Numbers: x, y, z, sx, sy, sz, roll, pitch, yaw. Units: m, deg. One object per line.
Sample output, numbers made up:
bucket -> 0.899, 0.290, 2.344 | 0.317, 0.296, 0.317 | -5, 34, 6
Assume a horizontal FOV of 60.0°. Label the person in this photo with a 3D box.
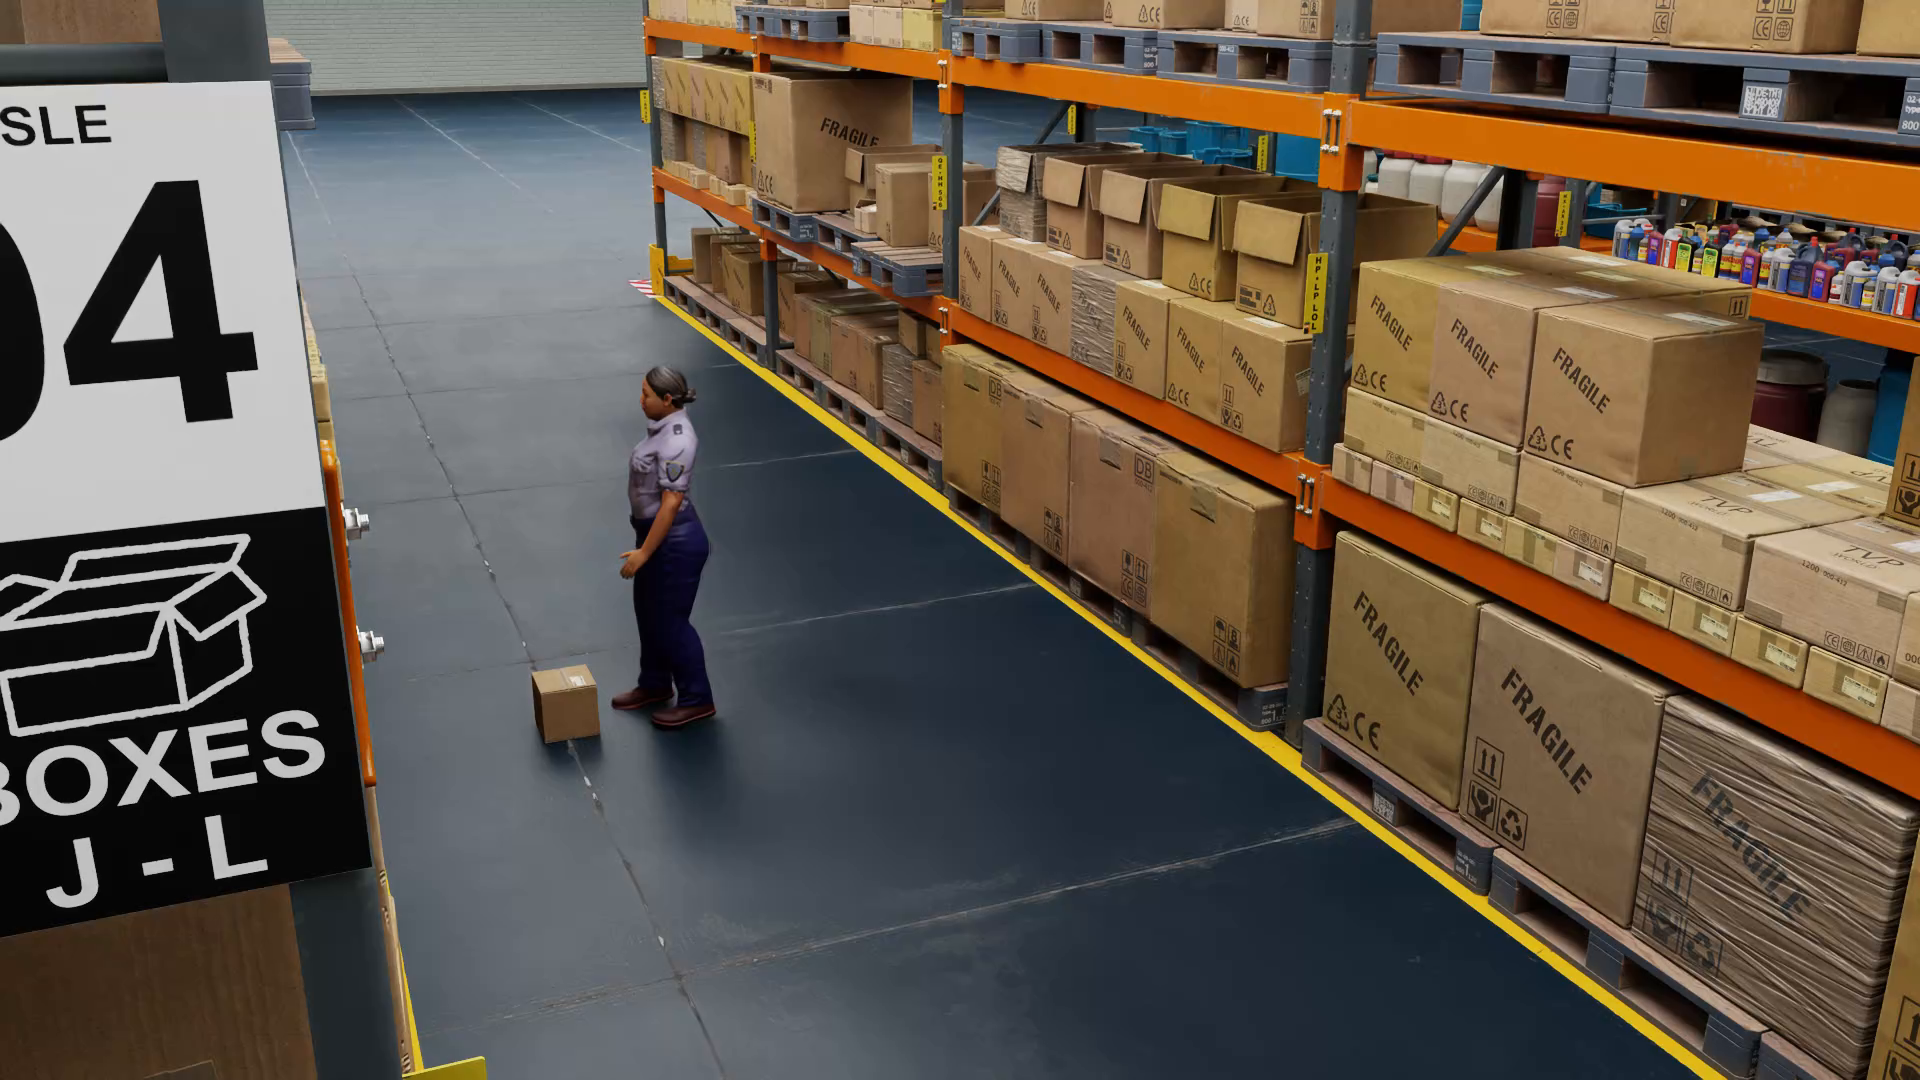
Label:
person -> -1.374, 0.032, 7.470 | 0.472, 1.666, 0.517 | -5, 20, -14
